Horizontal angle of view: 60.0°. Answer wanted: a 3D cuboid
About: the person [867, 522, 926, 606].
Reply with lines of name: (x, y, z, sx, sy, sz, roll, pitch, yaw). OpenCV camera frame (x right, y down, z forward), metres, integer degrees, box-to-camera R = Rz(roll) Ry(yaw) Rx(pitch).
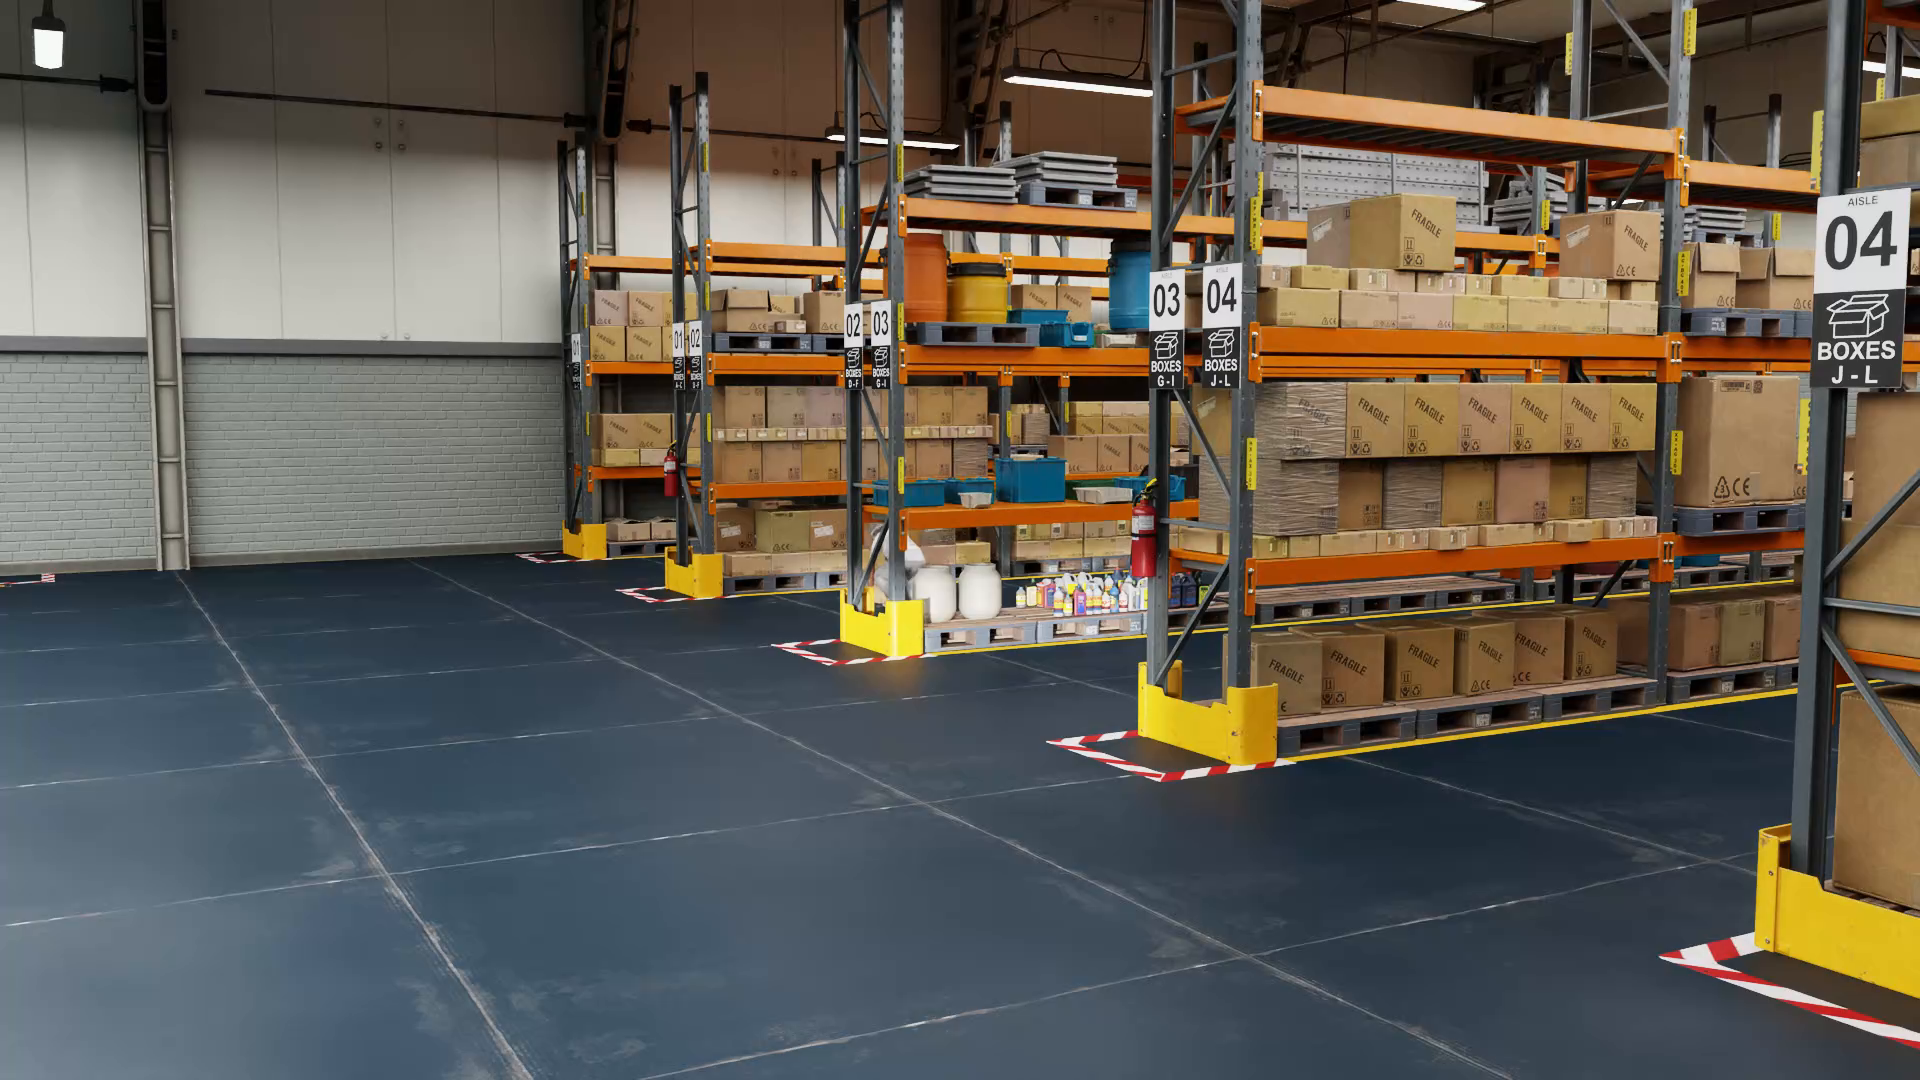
person: (-0.730, 0.272, 18.608, 0.479, 0.931, 0.863, -3, 6, -29)
